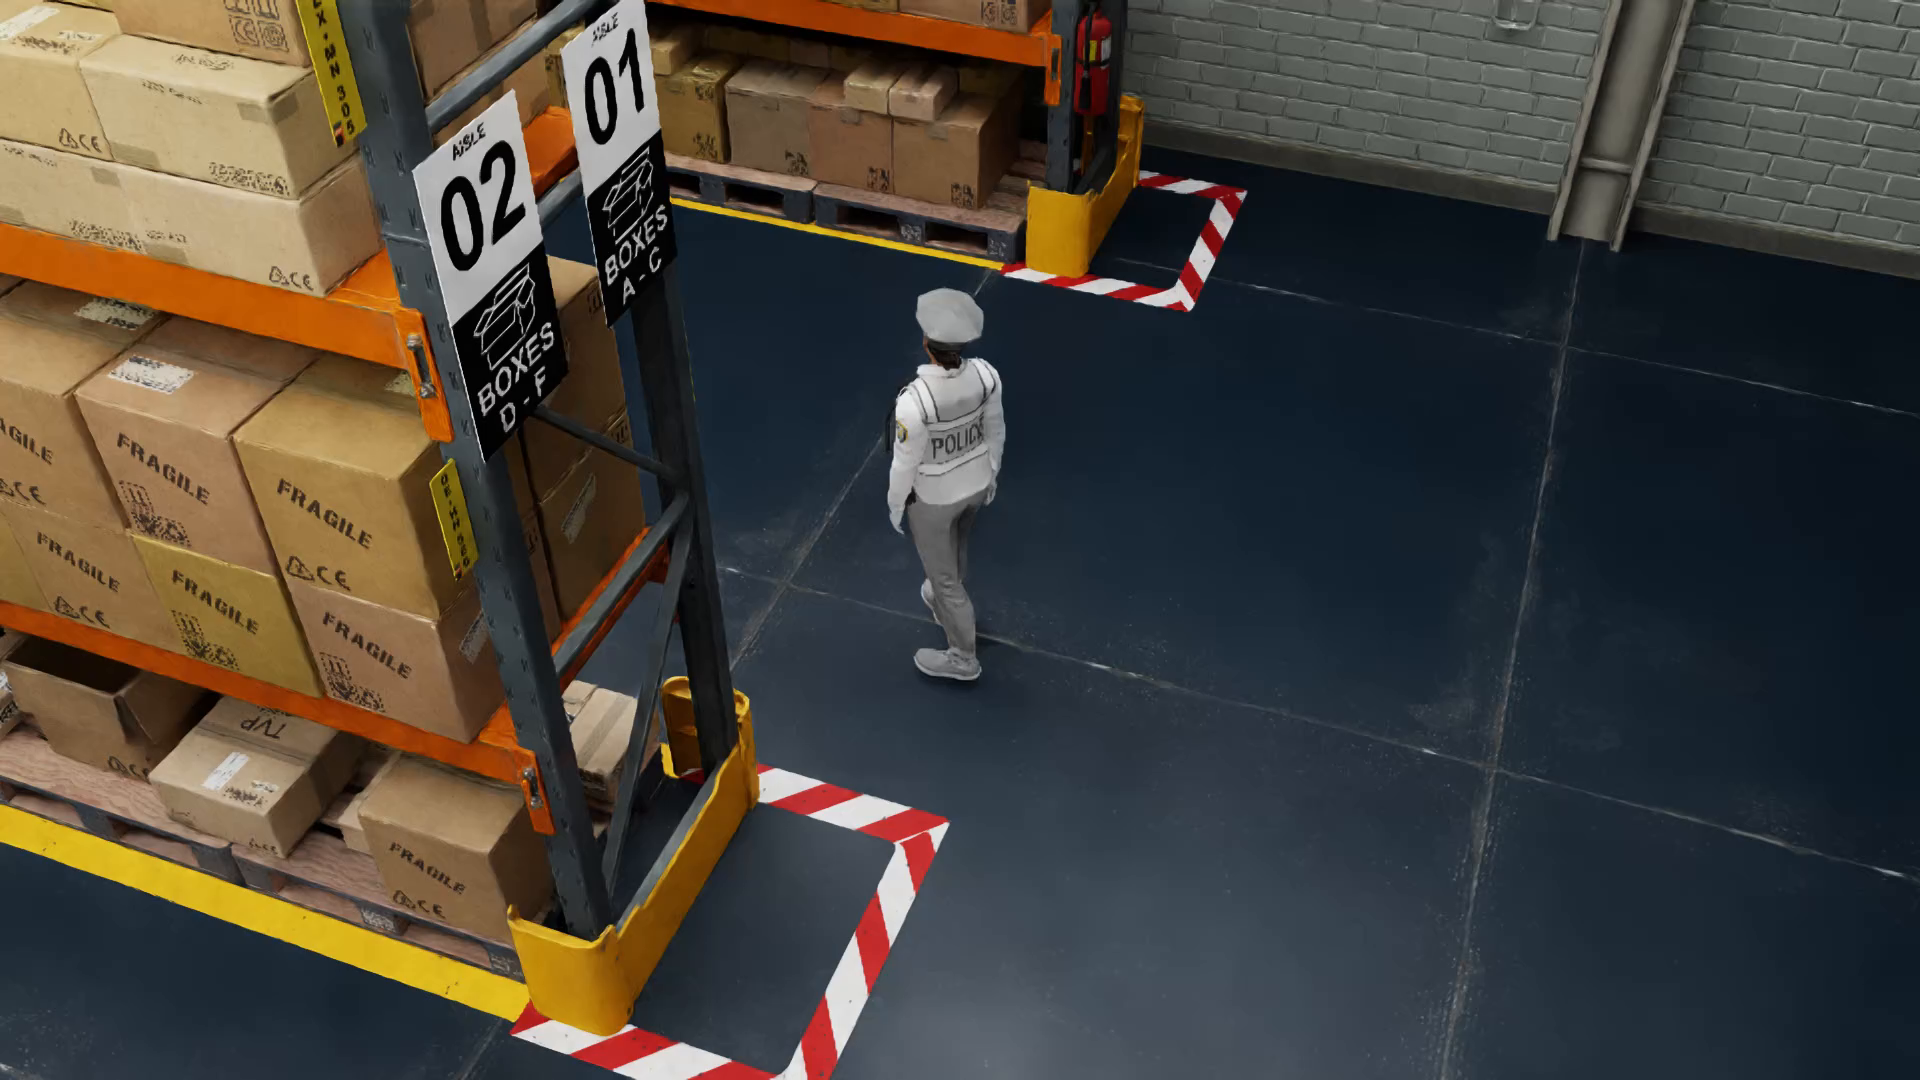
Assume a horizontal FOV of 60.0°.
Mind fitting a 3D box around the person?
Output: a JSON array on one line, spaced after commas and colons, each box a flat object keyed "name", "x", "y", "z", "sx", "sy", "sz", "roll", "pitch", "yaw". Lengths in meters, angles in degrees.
[{"name": "person", "x": -0.081, "y": -0.211, "z": 6.379, "sx": 0.476, "sy": 1.677, "sz": 0.578, "roll": -31, "pitch": 50, "yaw": -30}]
